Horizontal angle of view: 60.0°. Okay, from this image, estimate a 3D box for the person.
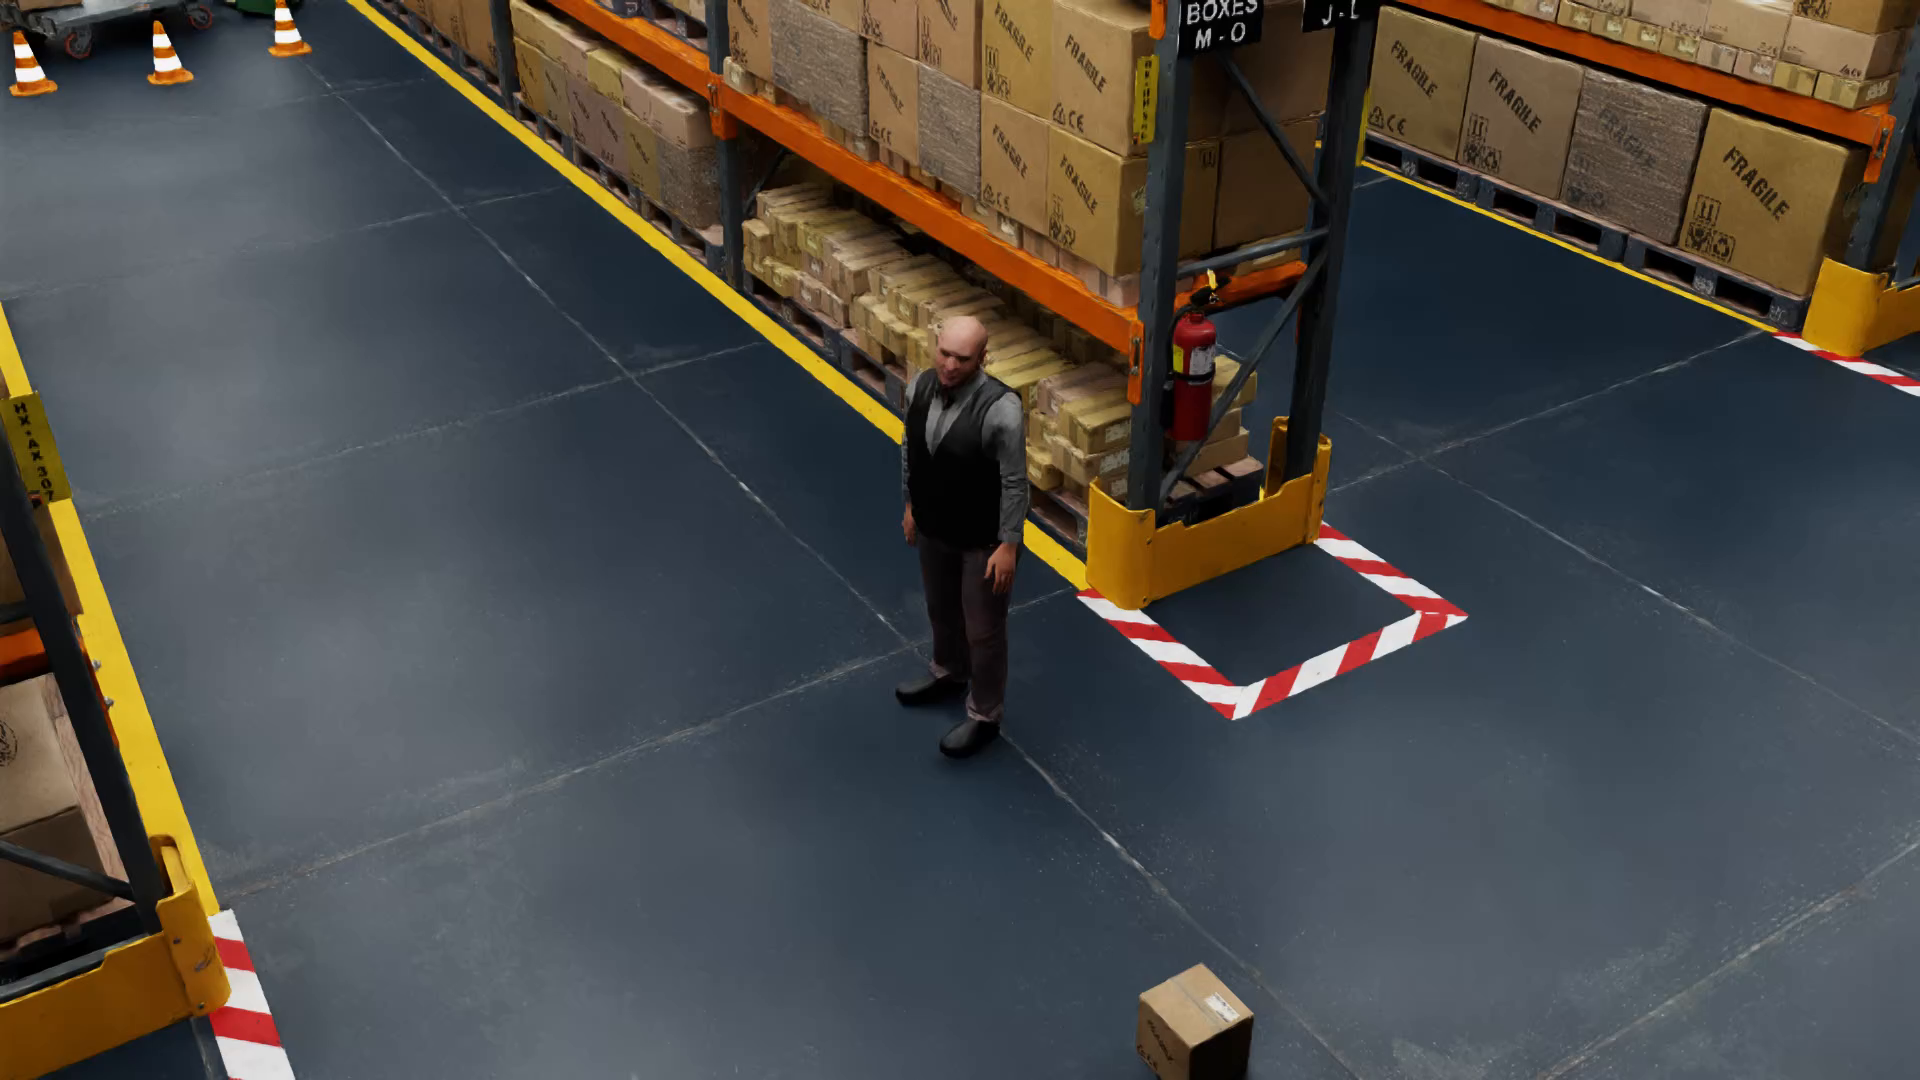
[{"bbox_3d":[-0.025,-0.017,6.136,0.588,1.730,0.470,25,40,34],"label":"person"}]
